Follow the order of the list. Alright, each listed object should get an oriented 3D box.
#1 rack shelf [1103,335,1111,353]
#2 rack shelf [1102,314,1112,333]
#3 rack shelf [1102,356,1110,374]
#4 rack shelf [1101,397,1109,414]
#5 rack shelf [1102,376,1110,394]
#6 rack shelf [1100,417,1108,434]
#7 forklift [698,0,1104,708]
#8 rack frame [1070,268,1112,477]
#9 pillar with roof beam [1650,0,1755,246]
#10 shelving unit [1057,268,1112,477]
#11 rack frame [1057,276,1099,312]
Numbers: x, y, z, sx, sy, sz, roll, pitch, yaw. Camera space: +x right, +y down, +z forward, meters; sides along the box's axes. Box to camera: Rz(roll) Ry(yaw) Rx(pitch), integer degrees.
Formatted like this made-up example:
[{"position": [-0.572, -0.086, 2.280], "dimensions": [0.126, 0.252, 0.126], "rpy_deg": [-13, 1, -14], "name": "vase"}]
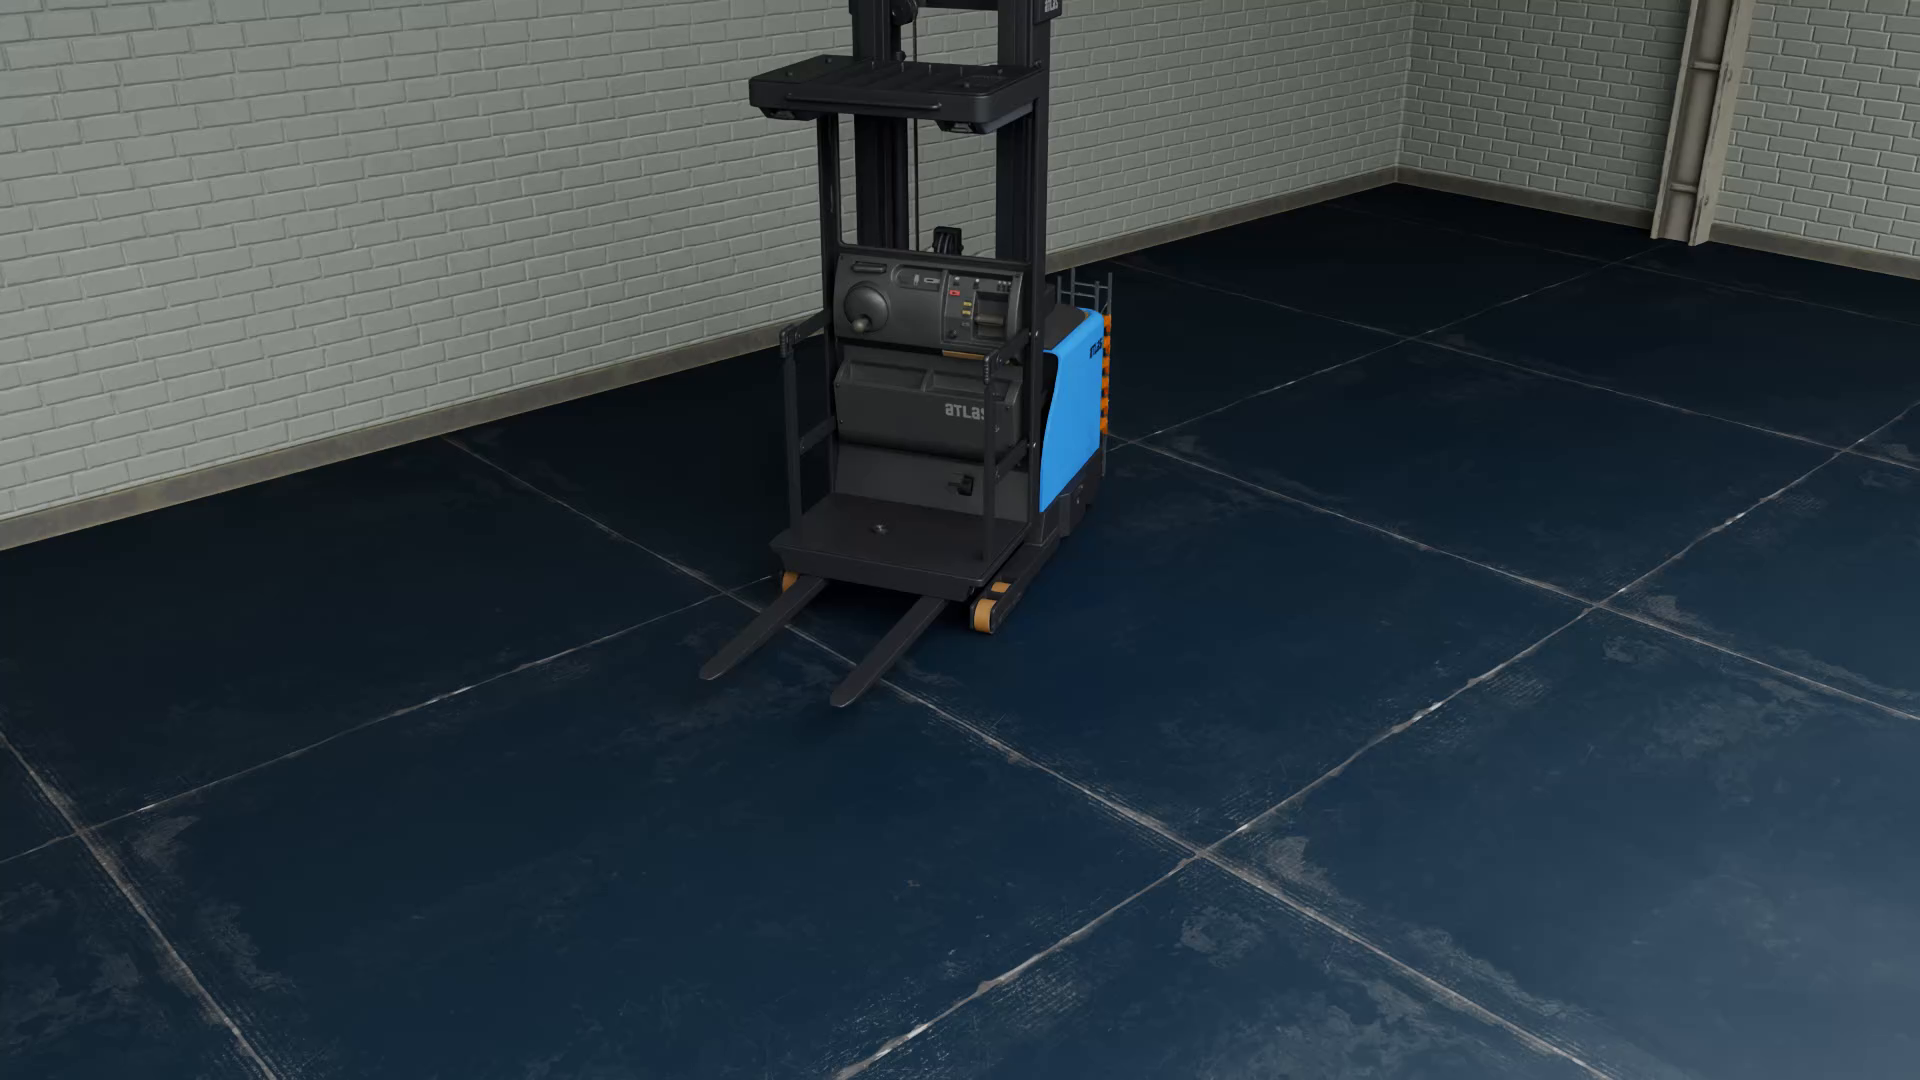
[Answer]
[{"position": [0.679, -1.072, 9.180], "dimensions": [0.258, 0.103, 0.180], "rpy_deg": [12, 28, 24], "name": "rack shelf"}, {"position": [0.678, -1.180, 9.129], "dimensions": [0.258, 0.103, 0.180], "rpy_deg": [12, 28, 24], "name": "rack shelf"}, {"position": [0.679, -0.963, 9.231], "dimensions": [0.258, 0.103, 0.180], "rpy_deg": [12, 28, 24], "name": "rack shelf"}, {"position": [0.681, -0.746, 9.332], "dimensions": [0.258, 0.103, 0.180], "rpy_deg": [12, 28, 24], "name": "rack shelf"}, {"position": [0.680, -0.854, 9.282], "dimensions": [0.258, 0.103, 0.180], "rpy_deg": [12, 28, 24], "name": "rack shelf"}, {"position": [0.681, -0.637, 9.383], "dimensions": [0.258, 0.103, 0.180], "rpy_deg": [12, 28, 24], "name": "rack shelf"}, {"position": [-0.231, -1.090, 7.608], "dimensions": [1.130, 2.935, 3.031], "rpy_deg": [9, 26, 19], "name": "forklift"}, {"position": [0.721, -0.929, 9.336], "dimensions": [0.240, 1.200, 0.006], "rpy_deg": [12, 28, 24], "name": "rack frame"}, {"position": [3.137, -5.501, 9.967], "dimensions": [9.100, 9.000, 0.400], "rpy_deg": [-21, 32, -38], "name": "pillar with roof beam"}, {"position": [0.680, -0.895, 9.263], "dimensions": [0.258, 1.200, 0.189], "rpy_deg": [12, 28, 24], "name": "shelving unit"}, {"position": [0.638, -0.860, 9.189], "dimensions": [0.240, 1.200, 0.006], "rpy_deg": [12, 28, 24], "name": "rack frame"}]
